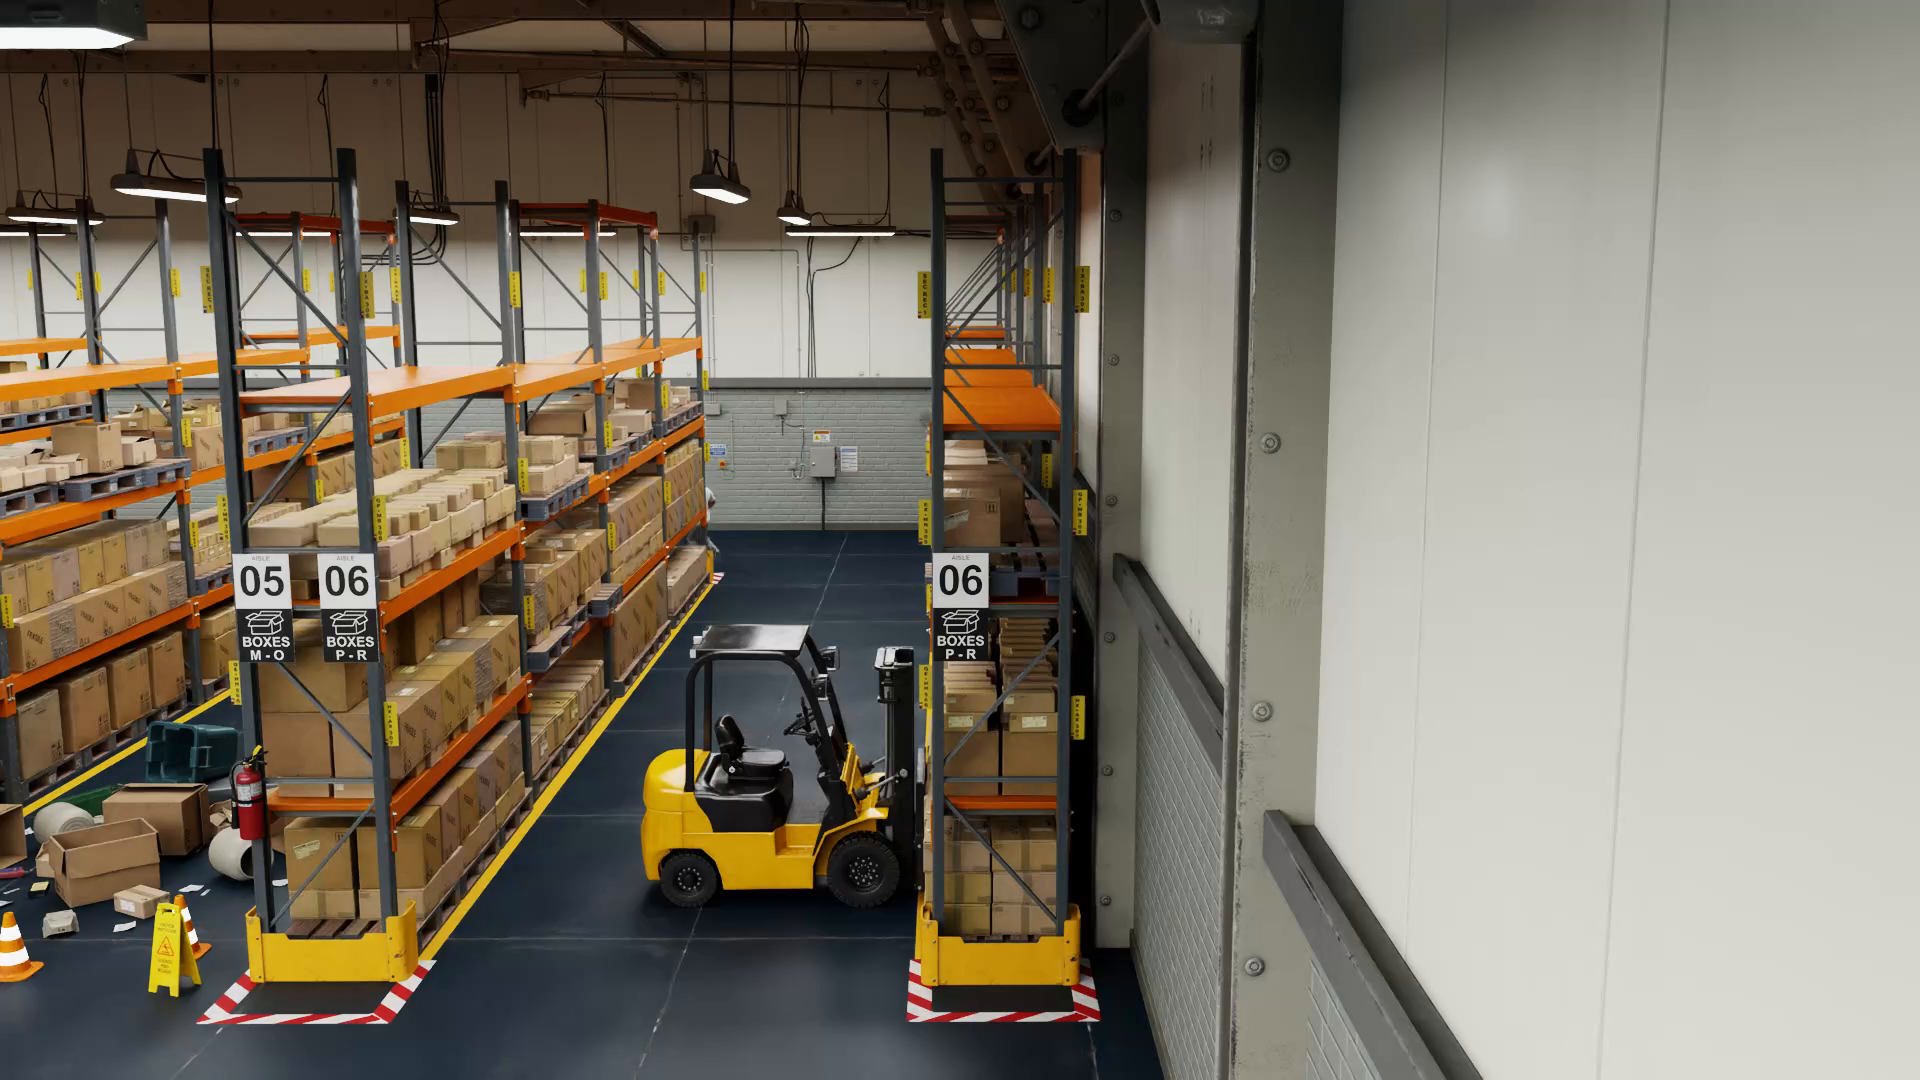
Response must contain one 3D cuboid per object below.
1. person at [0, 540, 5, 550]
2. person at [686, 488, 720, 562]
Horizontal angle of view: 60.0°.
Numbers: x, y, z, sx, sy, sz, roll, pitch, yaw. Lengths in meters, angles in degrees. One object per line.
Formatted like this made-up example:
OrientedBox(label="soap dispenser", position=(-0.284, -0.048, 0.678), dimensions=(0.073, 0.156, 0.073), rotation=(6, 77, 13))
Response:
OrientedBox(label="person", position=(-12.867, 0.796, 22.293), dimensions=(0.547, 1.667, 0.628), rotation=(0, 9, -2))
OrientedBox(label="person", position=(-4.680, -0.350, 29.325), dimensions=(0.691, 1.685, 0.769), rotation=(7, 12, 38))
